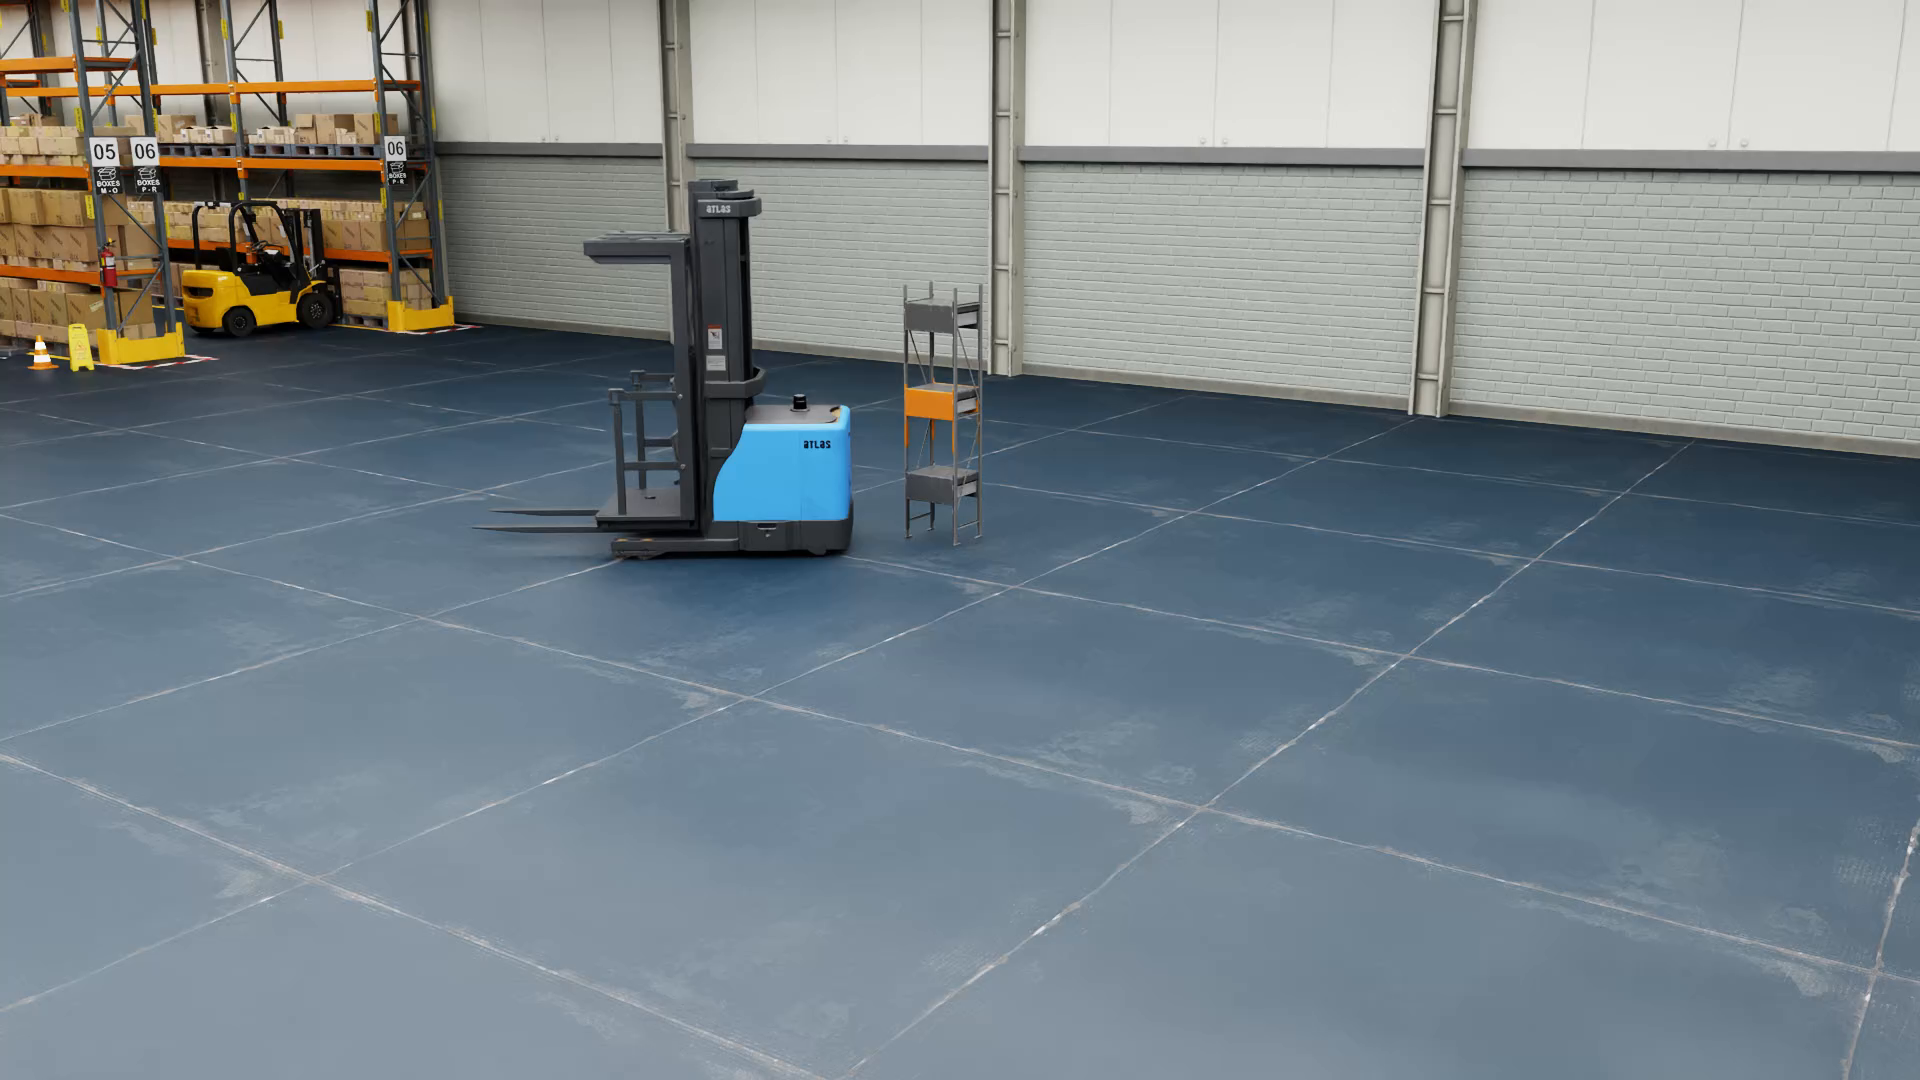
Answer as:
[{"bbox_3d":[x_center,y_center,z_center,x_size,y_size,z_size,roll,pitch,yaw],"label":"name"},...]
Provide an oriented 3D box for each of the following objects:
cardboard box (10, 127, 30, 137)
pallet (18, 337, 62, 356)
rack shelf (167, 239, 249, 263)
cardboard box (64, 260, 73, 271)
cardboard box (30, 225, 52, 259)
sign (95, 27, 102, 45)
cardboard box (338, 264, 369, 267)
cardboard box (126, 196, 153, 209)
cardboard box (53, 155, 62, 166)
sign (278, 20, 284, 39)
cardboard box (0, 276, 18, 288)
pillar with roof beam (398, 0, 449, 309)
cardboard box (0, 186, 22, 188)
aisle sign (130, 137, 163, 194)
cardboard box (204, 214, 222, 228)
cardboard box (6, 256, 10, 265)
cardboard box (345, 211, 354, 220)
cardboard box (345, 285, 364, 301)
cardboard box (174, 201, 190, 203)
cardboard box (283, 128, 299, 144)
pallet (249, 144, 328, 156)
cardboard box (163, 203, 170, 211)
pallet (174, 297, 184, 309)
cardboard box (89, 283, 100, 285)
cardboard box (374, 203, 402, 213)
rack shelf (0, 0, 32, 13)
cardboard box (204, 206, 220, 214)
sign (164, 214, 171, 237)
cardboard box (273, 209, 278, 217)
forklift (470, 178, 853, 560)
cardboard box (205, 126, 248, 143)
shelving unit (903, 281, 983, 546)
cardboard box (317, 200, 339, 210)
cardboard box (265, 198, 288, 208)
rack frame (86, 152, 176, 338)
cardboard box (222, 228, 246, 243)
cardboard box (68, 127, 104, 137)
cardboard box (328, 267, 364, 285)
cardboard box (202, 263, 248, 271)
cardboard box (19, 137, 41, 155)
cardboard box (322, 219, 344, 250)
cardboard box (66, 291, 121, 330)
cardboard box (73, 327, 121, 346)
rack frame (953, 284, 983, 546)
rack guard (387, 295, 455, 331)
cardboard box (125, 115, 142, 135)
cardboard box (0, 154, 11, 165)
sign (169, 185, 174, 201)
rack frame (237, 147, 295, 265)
[{"bbox_3d":[-13.757,-6.022,24.530,0.250,0.149,0.380,10,17,34],"label":"cardboard box"},{"bbox_3d":[-13.746,-3.052,25.713,1.213,0.211,1.003,9,17,33],"label":"pallet"},{"bbox_3d":[-14.232,-5.561,31.544,4.000,0.370,1.077,9,17,33],"label":"rack shelf"},{"bbox_3d":[-12.923,-4.052,24.471,0.250,0.149,0.380,9,16,32],"label":"cardboard box"},{"bbox_3d":[-13.450,-4.462,24.780,0.500,0.500,0.500,9,17,33],"label":"cardboard box"},{"bbox_3d":[-16.186,-9.473,31.256,0.005,0.325,0.100,9,17,33],"label":"sign"},{"bbox_3d":[-10.793,-4.768,29.610,0.500,0.250,0.500,9,16,32],"label":"cardboard box"},{"bbox_3d":[-16.231,-6.531,32.883,0.500,0.500,0.500,10,17,35],"label":"cardboard box"},{"bbox_3d":[-12.899,-5.511,24.124,0.250,0.149,0.380,10,17,34],"label":"cardboard box"},{"bbox_3d":[-12.242,-9.192,29.955,0.005,0.325,0.100,9,17,33],"label":"sign"},{"bbox_3d":[-14.503,-3.970,25.556,0.250,0.149,0.380,10,17,35],"label":"cardboard box"},{"bbox_3d":[-11.730,-7.433,25.122,0.400,9.000,9.100,9,17,33],"label":"pillar with roof beam"},{"bbox_3d":[-14.683,-5.155,25.499,0.500,0.500,0.700,9,17,33],"label":"cardboard box"},{"bbox_3d":[-11.796,-5.431,24.111,0.004,0.787,0.394,9,17,33],"label":"aisle sign"},{"bbox_3d":[-13.553,-5.895,30.665,0.500,0.250,0.500,9,16,31],"label":"cardboard box"},{"bbox_3d":[-14.356,-4.301,25.479,0.250,0.149,0.380,9,17,33],"label":"cardboard box"},{"bbox_3d":[-10.306,-5.571,28.527,0.250,0.149,0.380,9,17,32],"label":"cardboard box"},{"bbox_3d":[-10.241,-4.290,28.719,0.500,0.250,0.500,9,17,32],"label":"cardboard box"},{"bbox_3d":[-15.048,-6.479,32.197,0.250,0.149,0.380,9,17,33],"label":"cardboard box"},{"bbox_3d":[-11.510,-7.026,28.918,0.258,0.266,0.396,9,16,31],"label":"cardboard box"},{"bbox_3d":[-11.850,-6.946,29.583,1.213,0.211,1.003,9,17,33],"label":"pallet"},{"bbox_3d":[-14.892,-6.316,31.535,0.250,0.149,0.380,9,17,33],"label":"cardboard box"},{"bbox_3d":[-14.222,-4.543,31.737,1.213,0.211,1.003,9,17,33],"label":"pallet"},{"bbox_3d":[-17.207,-5.322,33.408,0.500,0.500,0.500,10,17,35],"label":"cardboard box"},{"bbox_3d":[-9.668,-5.620,28.105,0.250,0.149,0.380,9,17,33],"label":"cardboard box"},{"bbox_3d":[-20.870,-11.160,34.758,4.000,0.370,1.077,9,17,33],"label":"rack shelf"},{"bbox_3d":[-13.670,-6.090,30.626,0.250,0.149,0.380,9,16,31],"label":"cardboard box"},{"bbox_3d":[-11.717,-4.644,24.540,0.005,0.325,0.100,9,17,33],"label":"sign"},{"bbox_3d":[-12.007,-5.847,29.642,0.250,0.149,0.380,9,17,33],"label":"cardboard box"},{"bbox_3d":[-2.411,-1.394,13.357,3.031,2.935,1.130,0,14,-1],"label":"forklift"},{"bbox_3d":[-13.309,-7.356,30.158,0.500,0.311,0.500,9,16,31],"label":"cardboard box"},{"bbox_3d":[-0.137,-1.041,13.661,0.503,2.100,0.431,9,17,33],"label":"shelving unit"},{"bbox_3d":[-10.944,-5.824,28.932,0.250,0.149,0.380,9,17,34],"label":"cardboard box"},{"bbox_3d":[-12.196,-6.035,29.782,0.250,0.149,0.380,9,17,34],"label":"cardboard box"},{"bbox_3d":[-12.020,-4.116,24.207,0.127,3.000,1.000,9,17,33],"label":"rack frame"},{"bbox_3d":[-13.136,-5.585,30.454,0.500,0.250,0.500,10,17,34],"label":"cardboard box"},{"bbox_3d":[-12.465,-5.823,23.726,0.250,0.149,0.380,9,17,33],"label":"cardboard box"},{"bbox_3d":[-10.660,-4.593,28.902,0.500,0.250,0.500,9,17,34],"label":"cardboard box"},{"bbox_3d":[-13.651,-4.867,31.309,0.625,0.625,0.875,9,17,32],"label":"cardboard box"},{"bbox_3d":[-13.445,-5.795,24.440,0.500,0.250,0.500,10,17,34],"label":"cardboard box"},{"bbox_3d":[-10.659,-5.308,28.816,0.500,0.500,0.500,9,16,32],"label":"cardboard box"},{"bbox_3d":[-12.830,-3.404,24.621,0.500,0.500,0.500,9,17,33],"label":"cardboard box"},{"bbox_3d":[-12.861,-3.043,24.721,0.500,0.250,0.500,9,17,33],"label":"cardboard box"},{"bbox_3d":[0.065,-1.009,13.528,0.015,2.100,0.400,9,17,33],"label":"rack frame"},{"bbox_3d":[-9.233,-3.889,28.494,0.348,0.500,1.175,9,17,33],"label":"rack guard"},{"bbox_3d":[-15.426,-7.790,31.517,0.500,0.500,0.500,9,17,33],"label":"cardboard box"},{"bbox_3d":[-14.197,-5.705,24.908,0.250,0.149,0.380,9,16,32],"label":"cardboard box"},{"bbox_3d":[-15.584,-6.852,32.851,0.005,0.325,0.100,9,17,33],"label":"sign"},{"bbox_3d":[-12.572,-5.642,30.374,0.127,3.000,1.000,9,17,33],"label":"rack frame"}]
